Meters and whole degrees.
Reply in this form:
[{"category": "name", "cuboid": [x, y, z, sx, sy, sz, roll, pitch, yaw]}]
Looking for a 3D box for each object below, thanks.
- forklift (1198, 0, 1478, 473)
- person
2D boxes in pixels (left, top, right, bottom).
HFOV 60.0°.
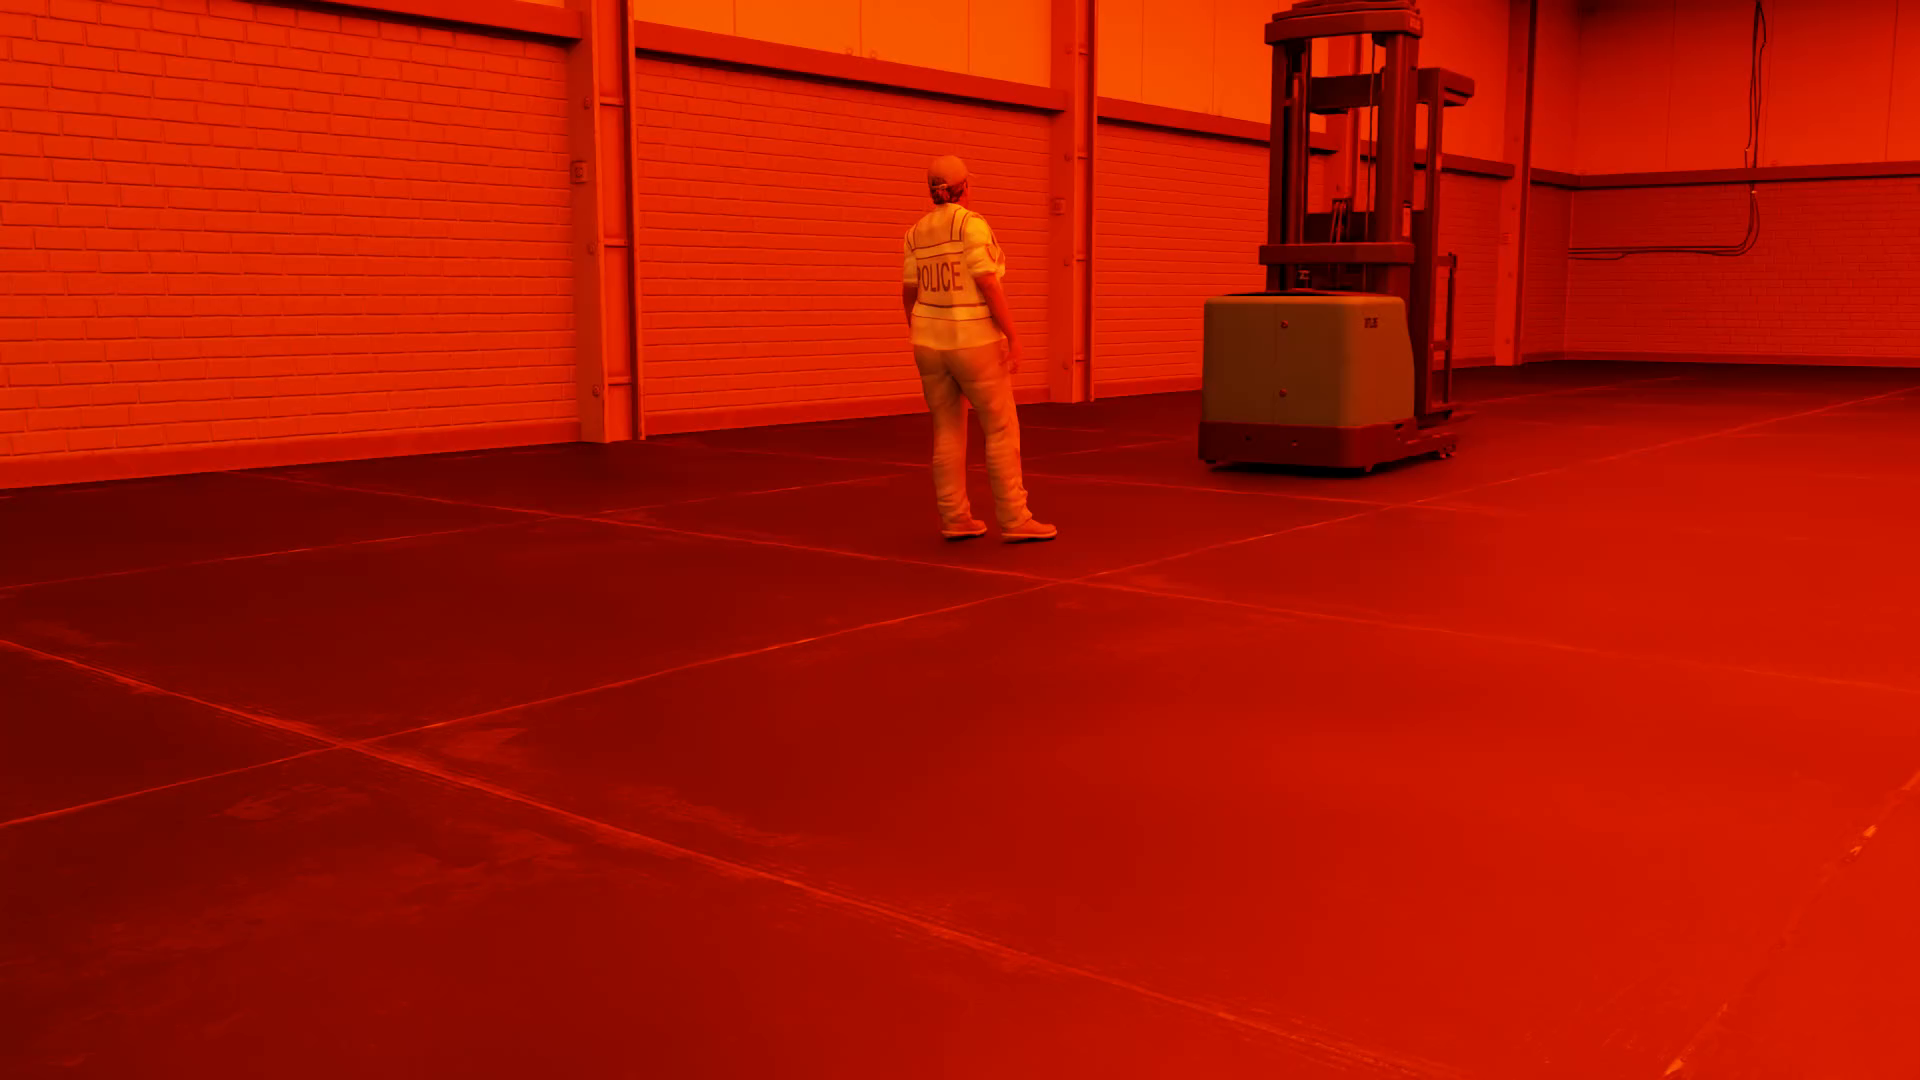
[{"category": "forklift", "cuboid": [2.722, -2.022, 11.097, 1.130, 2.935, 3.031, 6, 10, 33]}, {"category": "person", "cuboid": [0.066, -0.838, 7.328, 0.598, 1.670, 0.529, 7, 11, 38]}]
